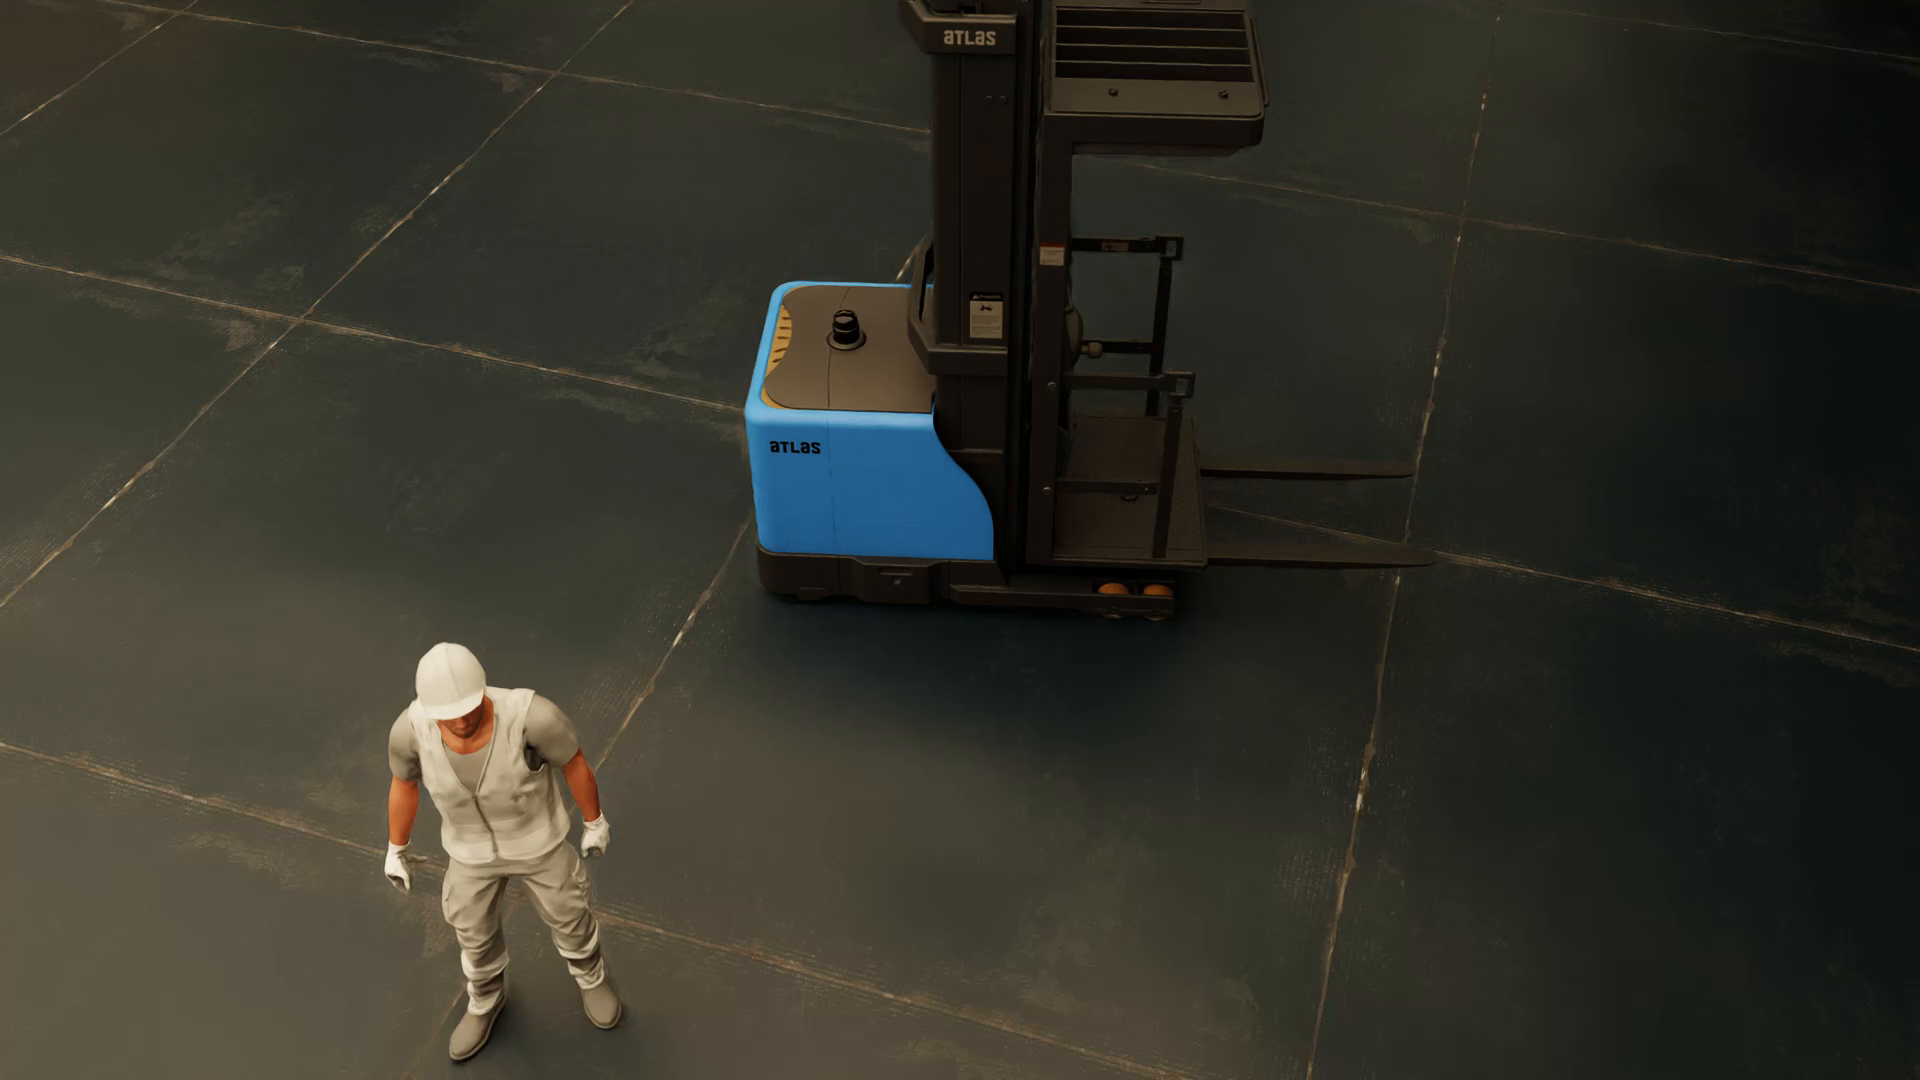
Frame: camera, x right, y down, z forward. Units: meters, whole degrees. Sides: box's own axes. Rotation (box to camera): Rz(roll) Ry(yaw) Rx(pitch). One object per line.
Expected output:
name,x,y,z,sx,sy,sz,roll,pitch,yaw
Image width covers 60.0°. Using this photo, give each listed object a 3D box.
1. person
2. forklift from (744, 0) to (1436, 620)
person,-1.515,1.022,5.435,0.722,1.791,0.462,-4,43,-4
forklift,0.625,-1.087,6.857,3.031,2.935,1.130,2,43,2
